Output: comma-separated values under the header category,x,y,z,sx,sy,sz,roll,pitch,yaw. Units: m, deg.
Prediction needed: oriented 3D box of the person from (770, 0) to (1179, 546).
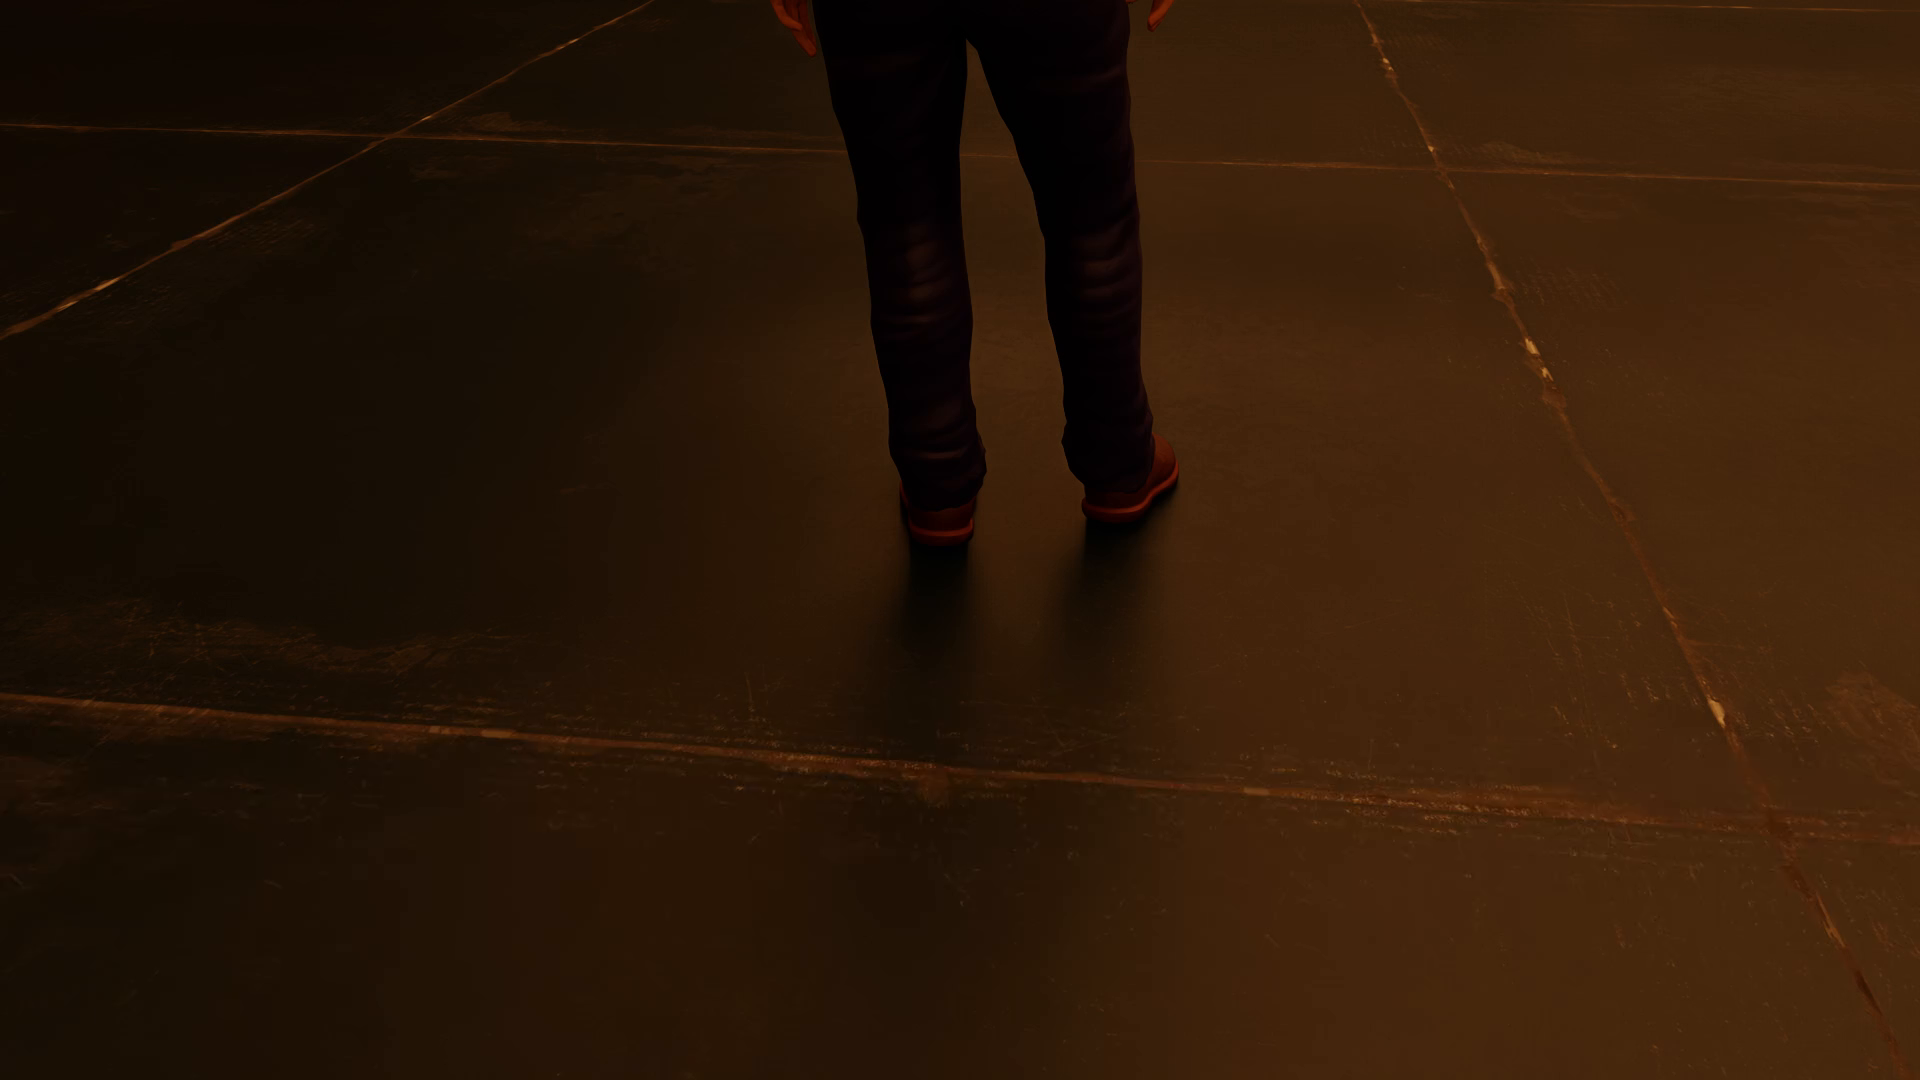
category,x,y,z,sx,sy,sz,roll,pitch,yaw
person,0.035,-0.777,2.209,0.598,1.641,0.502,3,27,7
